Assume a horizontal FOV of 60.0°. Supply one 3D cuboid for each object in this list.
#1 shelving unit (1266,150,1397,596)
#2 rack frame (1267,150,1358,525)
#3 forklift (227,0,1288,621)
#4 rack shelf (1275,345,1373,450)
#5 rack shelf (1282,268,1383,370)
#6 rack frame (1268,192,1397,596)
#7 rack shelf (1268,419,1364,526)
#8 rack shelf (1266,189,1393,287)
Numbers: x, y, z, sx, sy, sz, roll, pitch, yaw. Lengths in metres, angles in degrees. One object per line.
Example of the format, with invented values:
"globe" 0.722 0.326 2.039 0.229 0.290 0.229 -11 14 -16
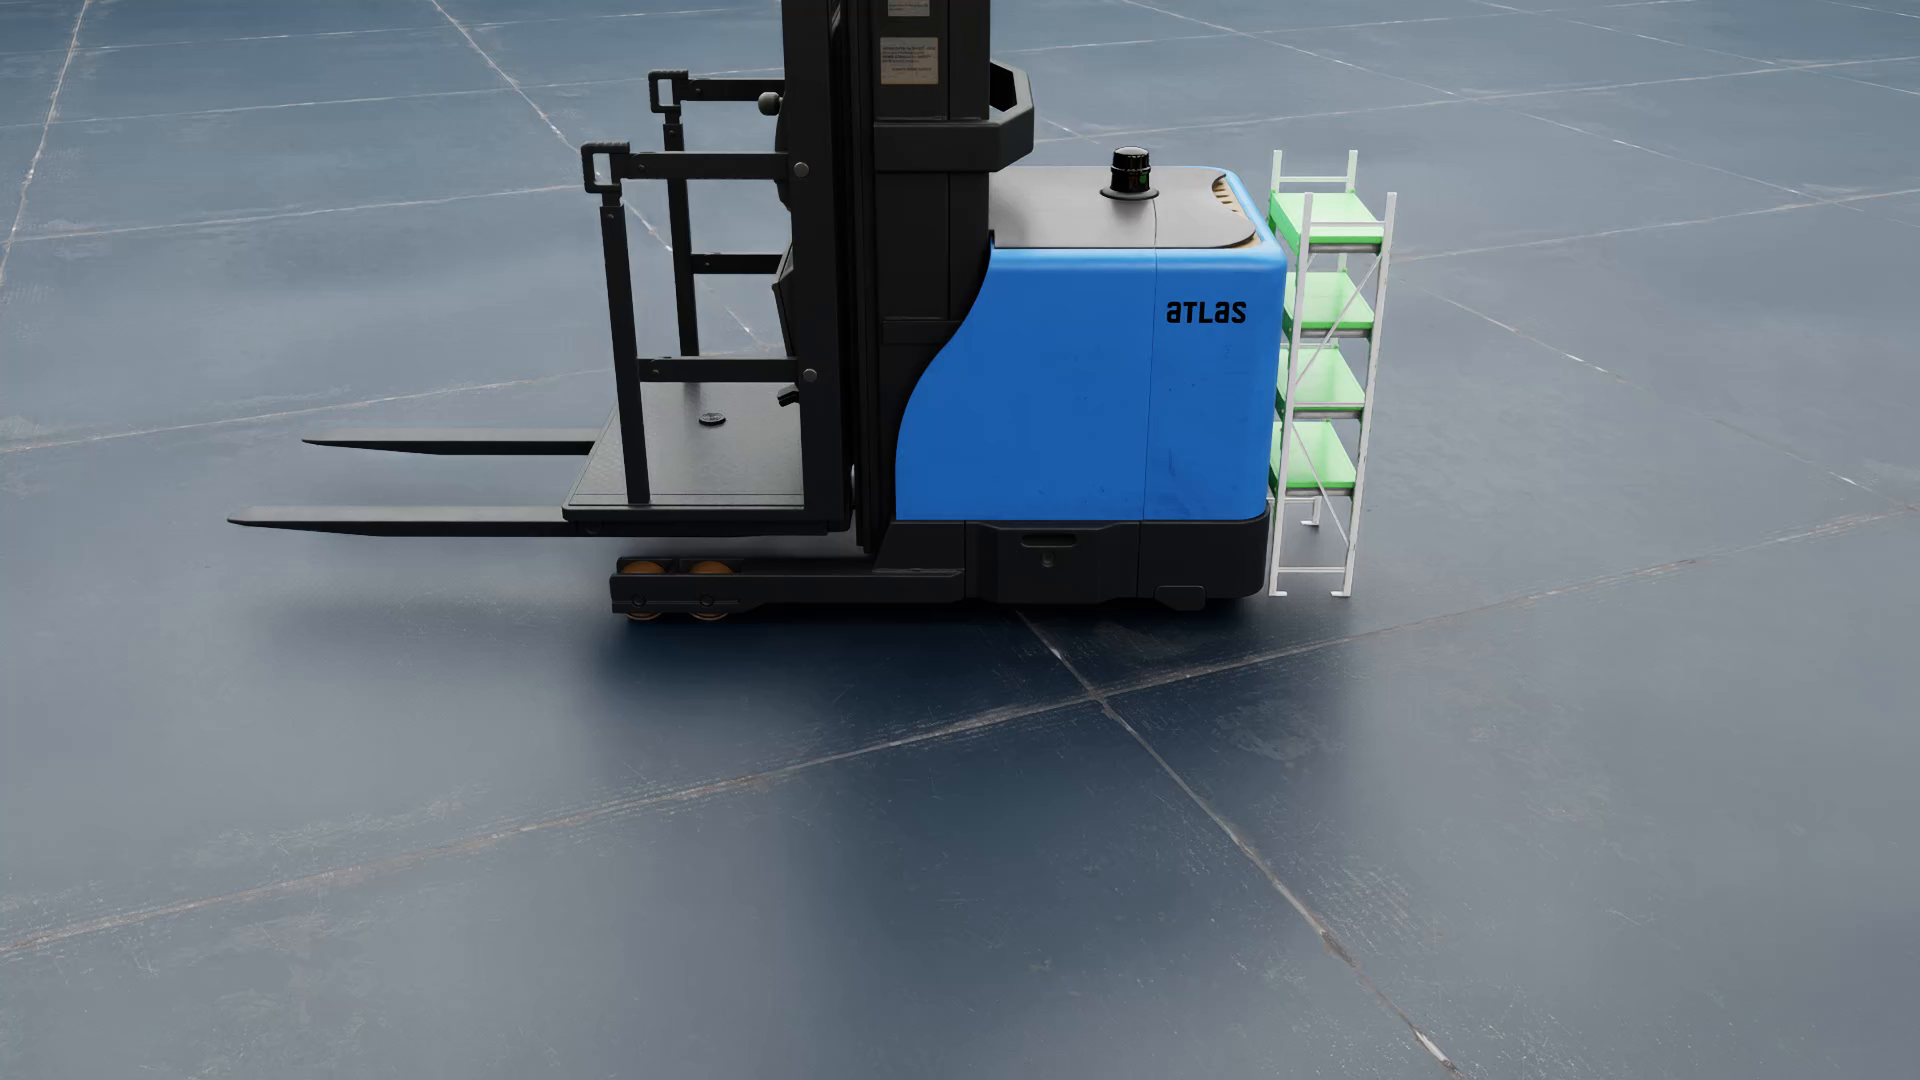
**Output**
"shelving unit" 1.033 -0.484 4.873 0.258 1.200 0.503 0 26 0
"rack frame" 1.033 -0.591 5.093 0.240 1.200 0.015 0 26 0
"forklift" -0.631 -1.318 4.609 3.031 2.935 1.130 0 26 0
"rack shelf" 1.033 -0.426 4.901 0.258 0.148 0.480 0 26 0
"rack shelf" 1.033 -0.642 4.796 0.258 0.148 0.480 0 26 0
"rack frame" 1.032 -0.377 4.654 0.240 1.200 0.015 0 26 0
"rack shelf" 1.033 -0.211 5.007 0.258 0.148 0.480 0 26 0
"rack shelf" 1.033 -0.858 4.691 0.258 0.148 0.480 0 26 0
